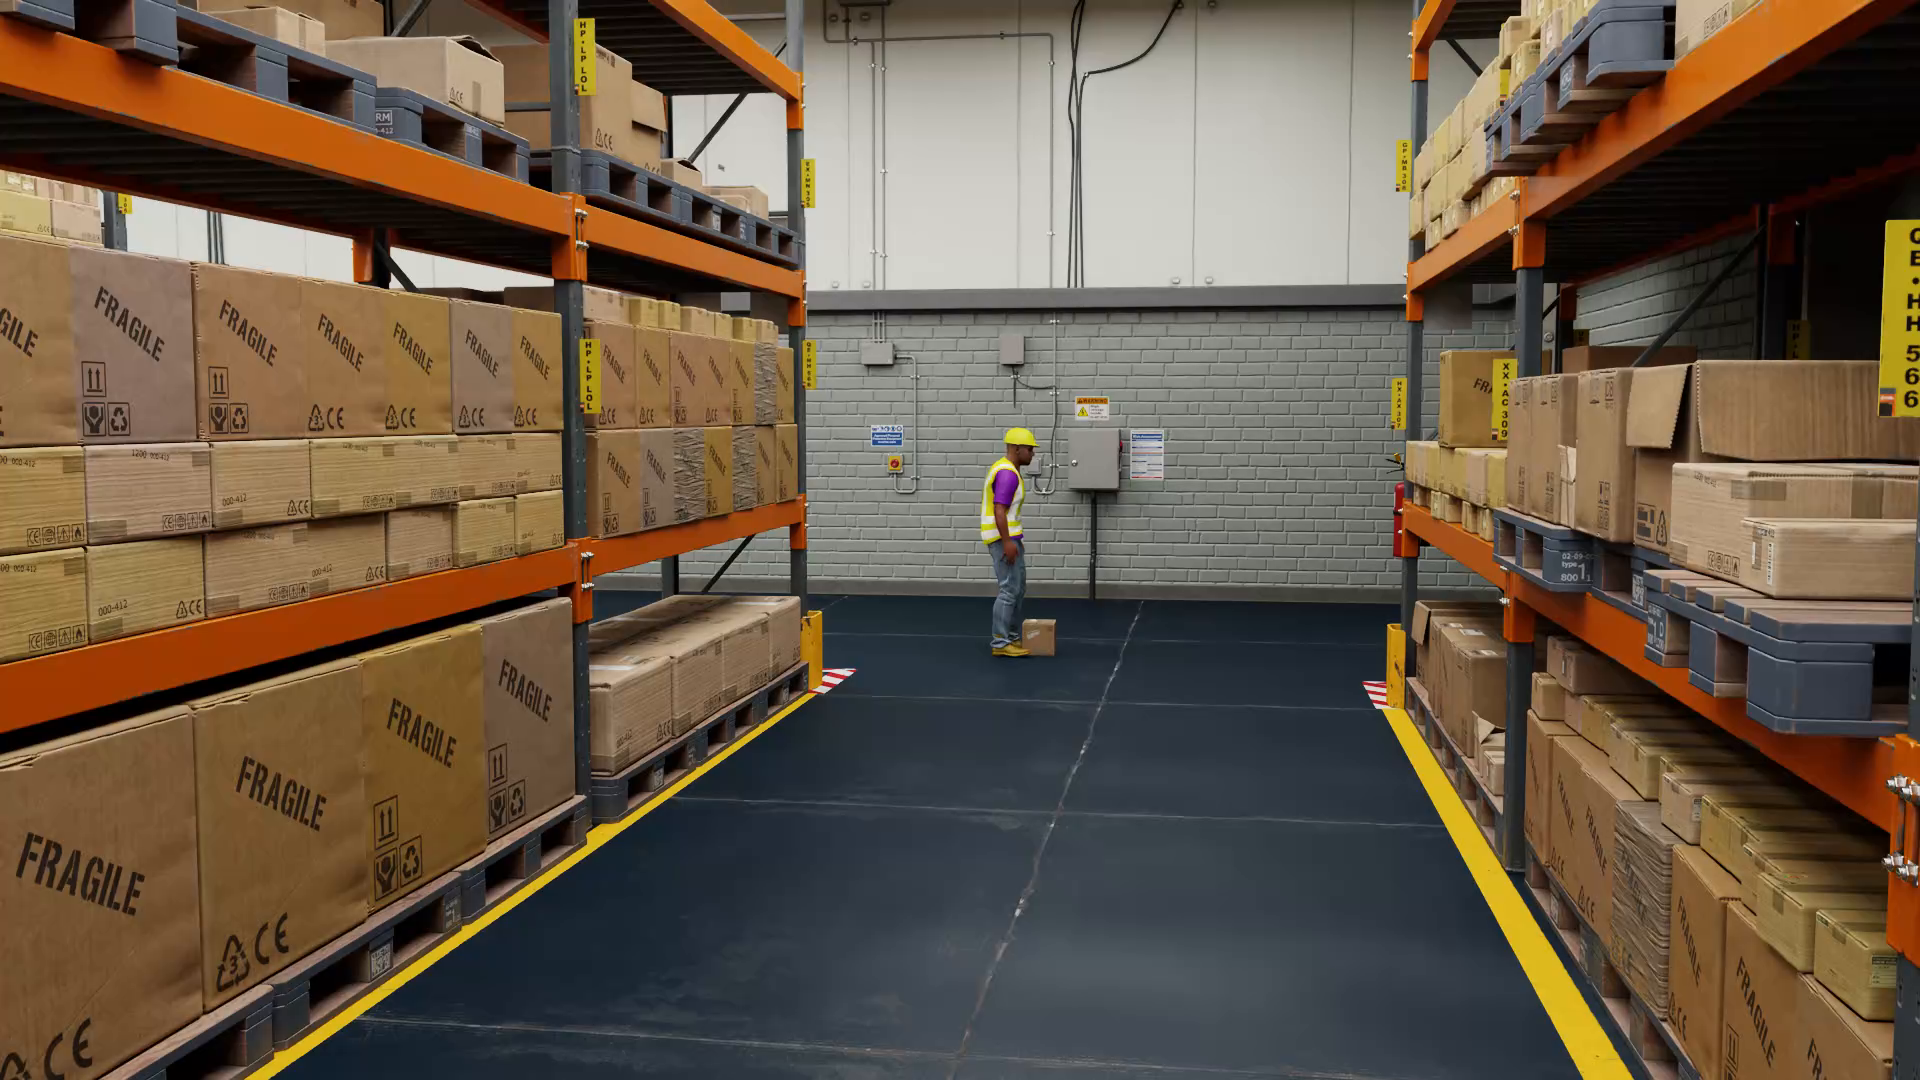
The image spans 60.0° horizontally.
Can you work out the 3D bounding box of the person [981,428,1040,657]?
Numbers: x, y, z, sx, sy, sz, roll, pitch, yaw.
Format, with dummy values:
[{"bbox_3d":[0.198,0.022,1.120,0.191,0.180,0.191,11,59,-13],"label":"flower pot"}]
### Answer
[{"bbox_3d":[0.396,0.007,12.944,0.461,1.761,0.622,1,4,8],"label":"person"}]
